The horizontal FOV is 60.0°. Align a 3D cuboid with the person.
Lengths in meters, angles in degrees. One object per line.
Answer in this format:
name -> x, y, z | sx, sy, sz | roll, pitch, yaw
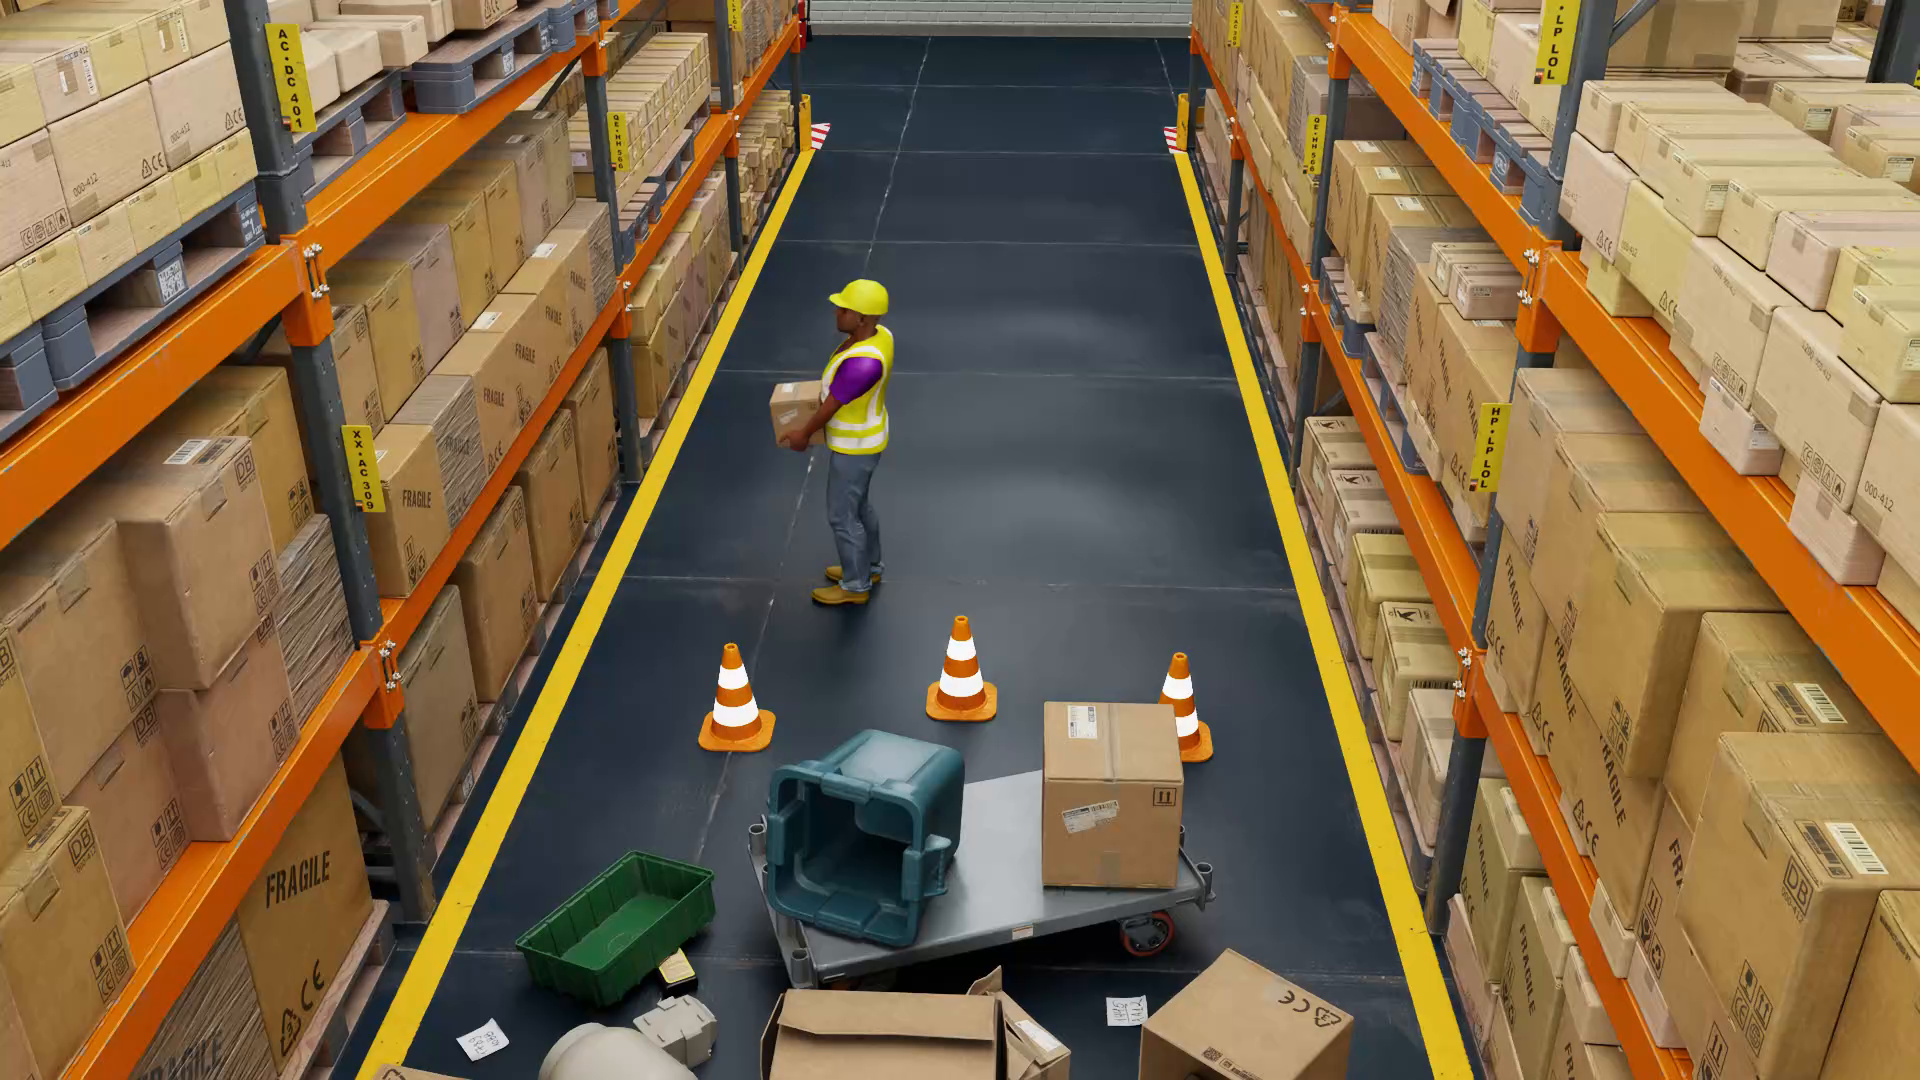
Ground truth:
person -> -0.629, -0.499, 8.548 | 0.577, 1.760, 0.503 | 1, 28, 2
